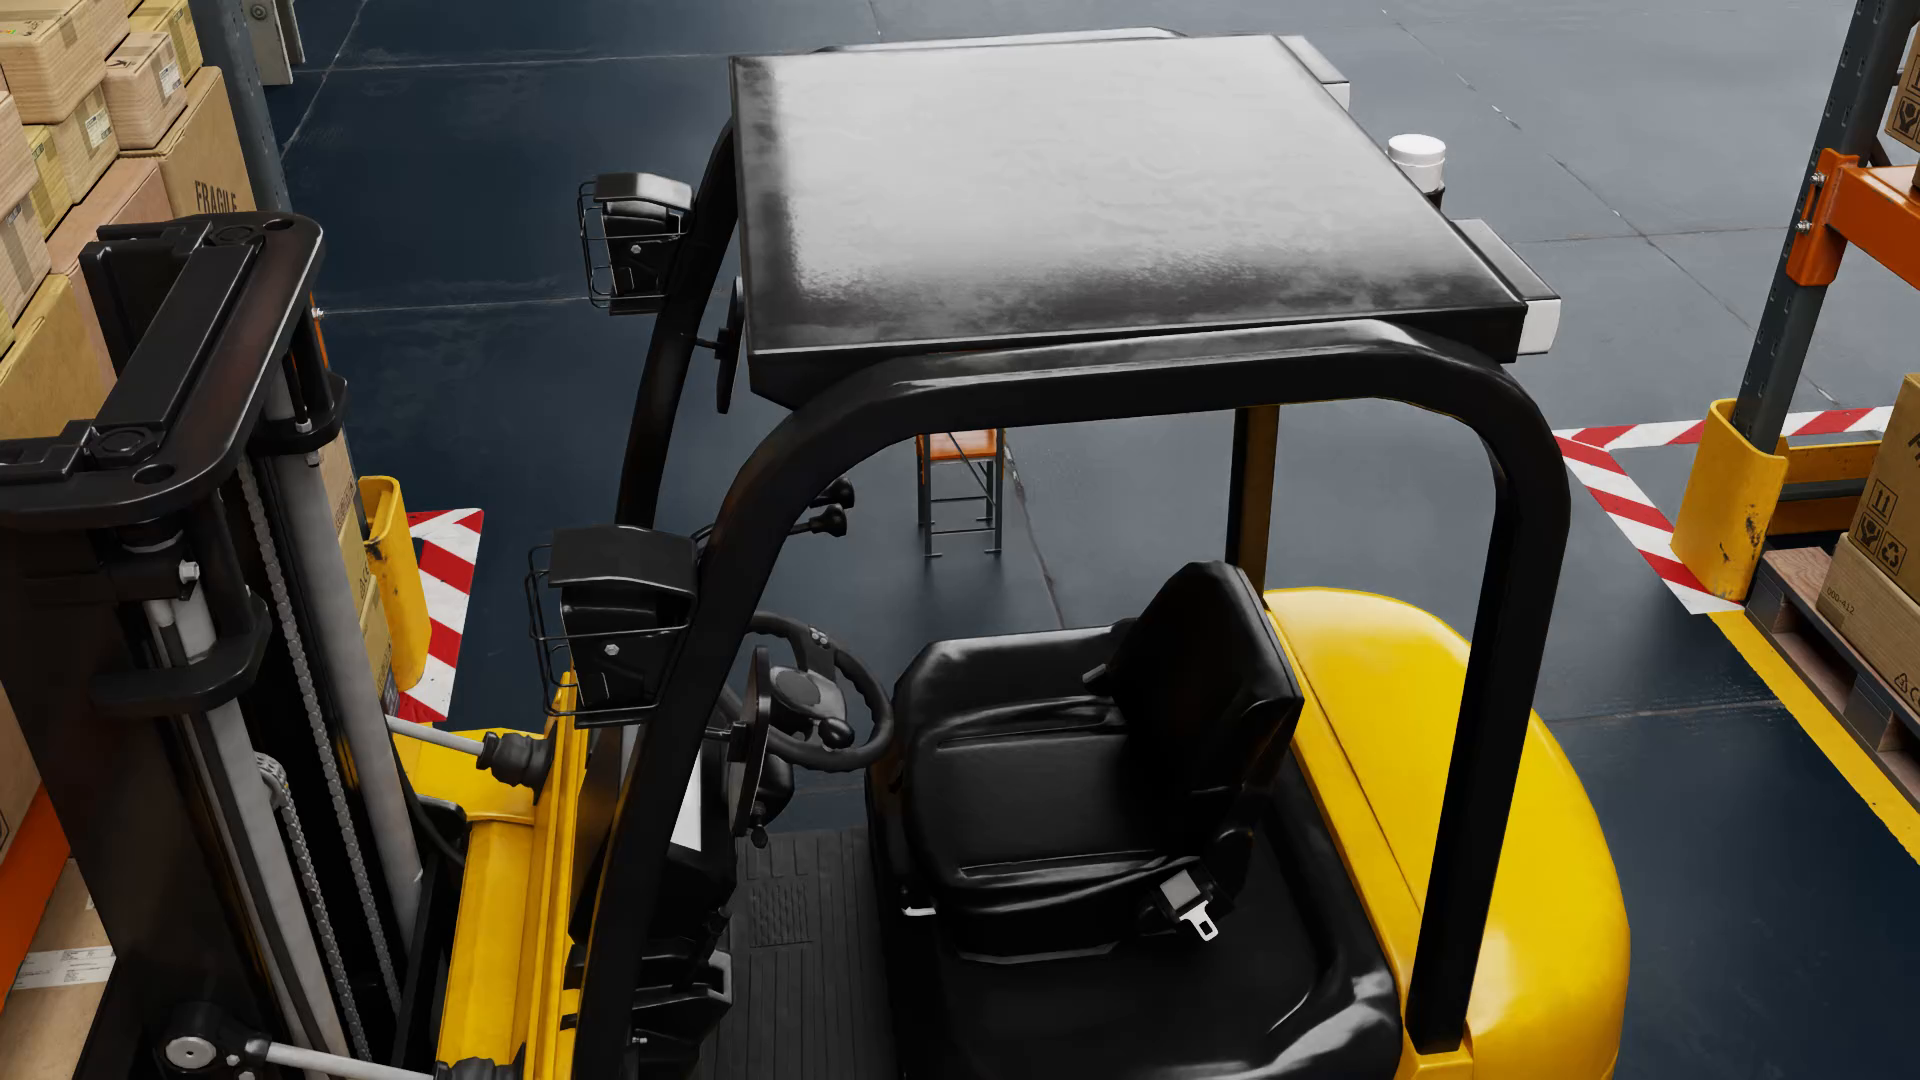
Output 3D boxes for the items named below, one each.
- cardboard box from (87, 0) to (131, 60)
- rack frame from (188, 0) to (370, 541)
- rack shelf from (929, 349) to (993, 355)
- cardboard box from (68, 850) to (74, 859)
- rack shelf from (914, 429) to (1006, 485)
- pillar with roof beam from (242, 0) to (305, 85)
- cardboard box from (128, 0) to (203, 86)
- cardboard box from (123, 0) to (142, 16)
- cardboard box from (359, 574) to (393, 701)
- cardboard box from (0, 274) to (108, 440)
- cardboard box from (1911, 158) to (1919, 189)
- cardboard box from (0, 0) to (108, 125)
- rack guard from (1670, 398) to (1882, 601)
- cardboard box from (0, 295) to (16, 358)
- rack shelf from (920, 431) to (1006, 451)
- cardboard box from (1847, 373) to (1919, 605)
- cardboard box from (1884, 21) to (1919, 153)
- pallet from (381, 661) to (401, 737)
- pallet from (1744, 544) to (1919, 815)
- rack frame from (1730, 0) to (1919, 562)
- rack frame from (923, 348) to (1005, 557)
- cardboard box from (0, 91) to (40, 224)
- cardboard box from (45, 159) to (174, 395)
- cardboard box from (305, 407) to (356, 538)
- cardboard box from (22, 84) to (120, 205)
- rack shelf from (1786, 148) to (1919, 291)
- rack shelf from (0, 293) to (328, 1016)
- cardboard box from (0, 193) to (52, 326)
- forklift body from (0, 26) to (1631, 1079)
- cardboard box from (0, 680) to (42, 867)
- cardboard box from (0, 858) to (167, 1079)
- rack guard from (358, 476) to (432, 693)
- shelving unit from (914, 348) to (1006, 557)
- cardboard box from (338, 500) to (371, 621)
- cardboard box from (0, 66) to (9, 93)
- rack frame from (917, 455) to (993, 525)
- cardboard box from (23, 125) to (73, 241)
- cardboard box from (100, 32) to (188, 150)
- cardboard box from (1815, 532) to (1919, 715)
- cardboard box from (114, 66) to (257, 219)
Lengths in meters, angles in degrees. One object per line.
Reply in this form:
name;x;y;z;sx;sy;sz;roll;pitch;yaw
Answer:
cardboard box;-1.785;-0.969;3.079;0.380;0.149;0.250;-4;35;-6
rack frame;-2.106;-0.856;3.842;1.000;3.000;0.127;-4;35;-6
rack shelf;-0.002;-0.566;4.881;0.258;0.103;0.180;-4;35;-6
cardboard box;-1.583;0.492;3.045;0.500;0.250;0.500;-4;34;-6
rack shelf;-0.002;-0.269;5.084;0.258;0.103;0.180;-4;35;-6
pillar with roof beam;0.553;-6.552;6.874;9.100;9.000;0.400;-4;35;-6
cardboard box;-1.782;-0.993;3.379;0.380;0.149;0.250;-4;34;-6
cardboard box;-1.849;-1.104;3.278;0.380;0.149;0.250;-4;35;-6
cardboard box;-1.730;0.345;4.149;0.500;0.250;0.500;-4;34;-6
cardboard box;-1.650;-0.066;2.595;0.500;0.500;0.500;-5;35;-7
cardboard box;2.653;-0.925;4.167;0.380;0.149;0.250;-4;35;-6
cardboard box;-1.723;-0.825;2.868;0.380;0.149;0.250;-4;34;-5
rack guard;2.822;-0.159;5.039;1.175;0.500;0.348;-4;35;-6
cardboard box;-1.585;-0.279;2.331;0.380;0.149;0.250;-4;34;-6
rack shelf;-0.002;-0.368;5.017;0.258;0.103;0.180;-4;35;-6
cardboard box;2.650;-0.097;4.131;0.500;0.500;0.500;-5;35;-8
cardboard box;2.601;-1.113;3.866;0.500;0.500;0.500;-5;35;-7
pallet;-1.962;0.720;4.006;1.003;0.211;1.213;-4;35;-6
pallet;2.896;0.417;4.451;1.003;0.211;1.213;-4;35;-6
rack frame;2.812;-1.234;4.397;1.000;3.000;0.127;-4;35;-6
rack frame;0.010;-0.453;4.849;0.240;1.200;0.006;-4;35;-6
cardboard box;-1.618;-0.544;2.455;0.380;0.149;0.250;-4;34;-5
cardboard box;-1.719;-0.352;3.015;0.500;0.500;0.500;-3;34;-5
cardboard box;-1.735;-0.073;3.874;0.500;0.250;0.500;-3;34;-5
cardboard box;-1.744;-0.703;2.954;0.380;0.149;0.250;-4;34;-5
rack shelf;3.081;0.179;2.962;1.077;0.370;4.000;-4;35;-6
rack shelf;-1.837;0.557;2.407;1.077;0.370;4.000;-4;35;-6
cardboard box;-1.639;-0.419;2.536;0.380;0.149;0.250;-5;35;-8
forklift body;-0.043;0.415;2.731;2.313;2.155;1.214;-4;35;-6
cardboard box;-1.571;0.213;2.185;0.500;0.500;0.500;-4;34;-6
cardboard box;-1.522;0.776;2.629;0.500;0.250;0.500;-5;35;-7
rack guard;-2.109;0.164;4.566;1.175;0.500;0.348;-4;35;-6
shelving unit;-0.002;-0.504;4.924;0.258;1.200;0.189;-4;35;-6
cardboard box;-1.731;0.148;3.994;0.500;0.250;0.500;-5;35;-7
cardboard box;-1.763;-0.681;2.656;0.380;0.149;0.250;-4;34;-6
rack frame;-0.014;-0.555;4.999;0.240;1.200;0.006;-4;35;-6
cardboard box;-1.722;-0.564;2.749;0.380;0.149;0.250;-5;35;-7
cardboard box;-1.718;-0.853;3.173;0.380;0.149;0.250;-4;34;-6
cardboard box;2.646;0.200;4.362;0.500;0.250;0.500;-5;35;-7
cardboard box;-1.780;-0.643;3.440;0.500;0.500;0.500;-5;35;-7
